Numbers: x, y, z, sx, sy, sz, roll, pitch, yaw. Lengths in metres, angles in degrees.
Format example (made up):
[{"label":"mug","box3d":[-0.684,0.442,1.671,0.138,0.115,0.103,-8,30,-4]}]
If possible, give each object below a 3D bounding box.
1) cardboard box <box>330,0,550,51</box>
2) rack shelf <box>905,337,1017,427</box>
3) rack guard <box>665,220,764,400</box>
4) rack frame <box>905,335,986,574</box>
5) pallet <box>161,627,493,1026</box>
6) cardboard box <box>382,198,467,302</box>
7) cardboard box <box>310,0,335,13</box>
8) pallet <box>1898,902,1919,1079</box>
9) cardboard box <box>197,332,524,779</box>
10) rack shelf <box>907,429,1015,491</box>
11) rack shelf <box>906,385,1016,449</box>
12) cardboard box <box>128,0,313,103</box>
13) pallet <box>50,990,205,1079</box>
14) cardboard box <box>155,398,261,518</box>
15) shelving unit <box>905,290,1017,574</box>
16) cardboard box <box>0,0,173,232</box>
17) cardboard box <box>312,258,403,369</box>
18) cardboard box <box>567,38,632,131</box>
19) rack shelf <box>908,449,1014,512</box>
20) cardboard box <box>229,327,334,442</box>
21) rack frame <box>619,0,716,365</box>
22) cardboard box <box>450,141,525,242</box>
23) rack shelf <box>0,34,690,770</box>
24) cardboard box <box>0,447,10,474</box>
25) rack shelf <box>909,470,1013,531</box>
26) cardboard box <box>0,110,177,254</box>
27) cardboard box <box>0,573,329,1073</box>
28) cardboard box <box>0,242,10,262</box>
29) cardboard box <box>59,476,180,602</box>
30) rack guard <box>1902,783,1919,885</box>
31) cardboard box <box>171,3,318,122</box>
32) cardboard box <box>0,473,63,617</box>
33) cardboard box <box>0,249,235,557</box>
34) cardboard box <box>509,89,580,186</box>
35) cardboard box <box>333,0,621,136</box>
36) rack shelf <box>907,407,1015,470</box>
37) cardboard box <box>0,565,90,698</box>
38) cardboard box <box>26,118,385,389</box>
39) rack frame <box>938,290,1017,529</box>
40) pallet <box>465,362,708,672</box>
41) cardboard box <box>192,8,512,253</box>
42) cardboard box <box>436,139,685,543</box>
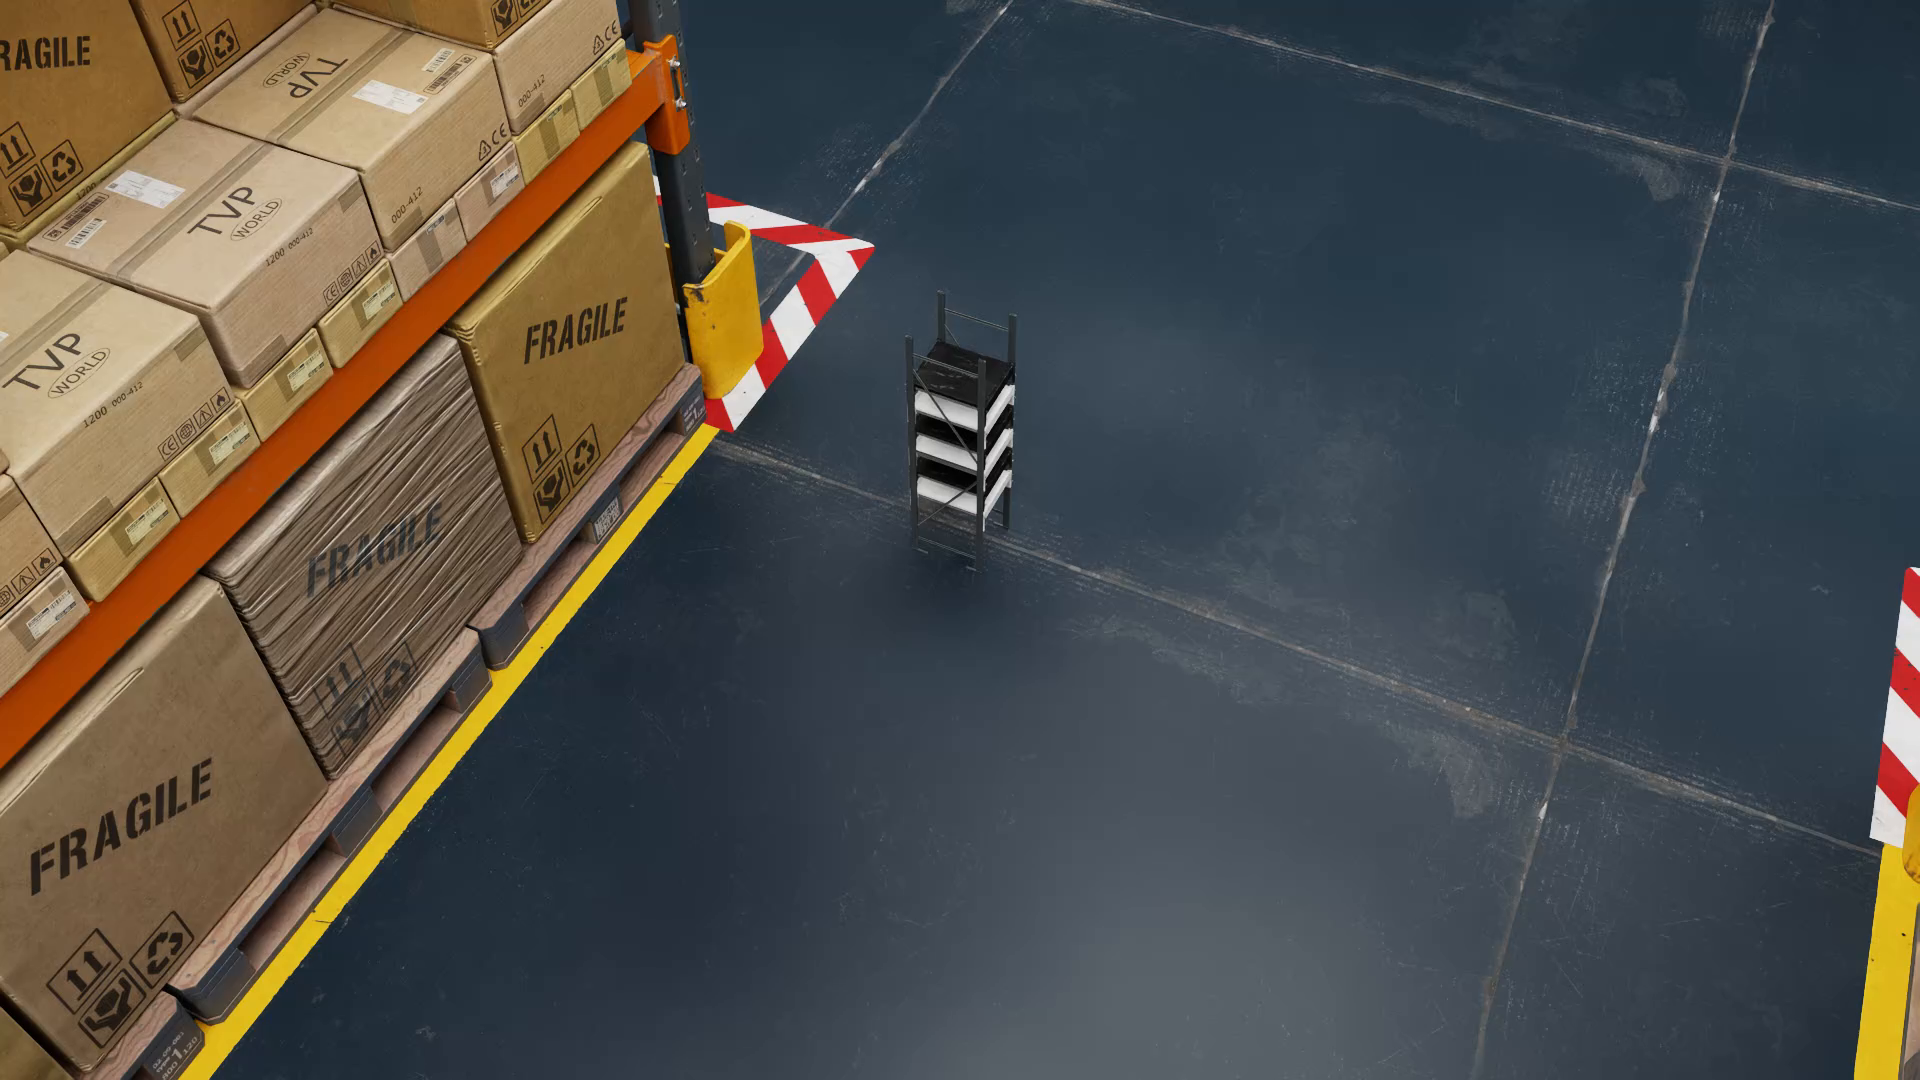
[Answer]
[{"label":"cardboard box","box3d":[-1.247,-1.595,4.048,0.500,0.500,0.500,20,53,17]},{"label":"rack shelf","box3d":[0.003,-0.451,4.732,0.258,0.077,0.200,20,52,16]},{"label":"rack guard","box3d":[-1.267,-0.931,5.714,1.175,0.500,0.348,20,52,16]},{"label":"rack frame","box3d":[-0.040,-0.227,4.852,0.240,0.900,0.006,20,52,16]},{"label":"pallet","box3d":[-2.070,0.592,4.608,1.003,0.211,1.213,20,52,16]},{"label":"cardboard box","box3d":[-1.457,-0.767,4.098,0.380,0.149,0.250,21,53,17]},{"label":"cardboard box","box3d":[-1.726,-1.530,4.486,0.500,0.250,0.500,19,52,15]},{"label":"pallet","box3d":[2.753,1.462,3.867,1.003,0.211,1.213,20,52,16]},{"label":"cardboard box","box3d":[-1.867,-0.079,4.467,0.875,0.875,0.875,20,52,16]},{"label":"rack shelf","box3d":[0.003,-0.276,4.937,0.258,0.077,0.200,20,52,16]},{"label":"rack shelf","box3d":[0.003,-0.392,4.800,0.258,0.077,0.200,20,52,16]},{"label":"cardboard box","box3d":[-1.940,-1.429,3.907,0.500,0.500,0.500,19,52,15]},{"label":"pallet","box3d":[-2.590,1.435,3.890,1.003,0.211,1.213,20,52,16]},{"label":"cardboard box","box3d":[-1.785,-0.239,3.648,0.380,0.149,0.250,21,53,17]},{"label":"shelving unit","box3d":[0.003,-0.297,4.912,0.258,0.900,0.210,20,52,16]},{"label":"cardboard box","box3d":[-2.156,-1.070,3.602,0.500,0.500,0.500,19,52,15]},{"label":"cardboard box","box3d":[-1.566,-0.587,3.945,0.380,0.149,0.250,19,52,15]},{"label":"cardboard box","box3d":[-1.131,-1.291,4.544,0.380,0.149,0.250,21,53,17]},{"label":"rack shelf","box3d":[0.003,-0.217,5.006,0.258,0.077,0.200,20,52,16]},{"label":"cardboard box","box3d":[-1.677,-0.409,3.793,0.380,0.149,0.250,20,52,16]},{"label":"rack frame","box3d":[-1.277,-1.725,4.748,1.000,3.000,0.127,20,52,16]},{"label":"cardboard box","box3d":[-1.350,-0.938,4.244,0.380,0.149,0.250,20,52,16]},{"label":"rack shelf","box3d":[-2.131,-0.115,3.850,1.077,0.370,4.000,20,52,16]},{"label":"cardboard box","box3d":[-2.115,-0.204,2.865,0.500,0.500,0.500,18,52,15]},{"label":"rack shelf","box3d":[0.003,-0.159,5.075,0.258,0.077,0.200,20,52,16]},{"label":"cardboard box","box3d":[-2.160,-0.825,3.886,0.500,0.250,0.500,18,52,15]},{"label":"cardboard box","box3d":[-2.247,0.534,3.946,0.875,0.875,0.875,20,52,16]},{"label":"cardboard box","box3d":[-2.378,-0.464,3.579,0.500,0.250,0.500,19,52,15]},{"label":"cardboard box","box3d":[-1.894,-0.058,3.495,0.380,0.149,0.250,18,52,15]},{"label":"rack guard","box3d":[3.132,0.821,4.223,1.175,0.500,0.348,20,52,16]},{"label":"cardboard box","box3d":[-1.942,-1.170,4.179,0.500,0.250,0.500,19,52,16]},{"label":"cardboard box","box3d":[-2.115,0.044,3.146,0.500,0.250,0.500,21,53,17]},{"label":"cardboard box","box3d":[-1.897,-0.293,3.433,0.500,0.250,0.500,20,52,16]},{"label":"cardboard box","box3d":[-1.241,-1.112,4.391,0.380,0.149,0.250,20,53,16]},{"label":"cardboard box","box3d":[-1.244,-1.353,4.335,0.500,0.250,0.500,19,52,16]},{"label":"rack shelf","box3d":[0.003,-0.334,4.869,0.258,0.077,0.200,20,52,16]},{"label":"cardboard box","box3d":[-2.005,0.123,3.341,0.380,0.149,0.250,20,53,16]},{"label":"cardboard box","box3d":[-1.678,-0.653,3.739,0.500,0.250,0.500,18,52,15]},{"label":"rack frame","box3d":[0.047,-0.367,4.972,0.240,0.900,0.006,20,52,16]},{"label":"pallet","box3d":[-1.548,-0.245,5.320,1.003,0.211,1.213,20,52,16]},{"label":"cardboard box","box3d":[-1.461,-1.004,4.038,0.500,0.250,0.500,19,52,15]},{"label":"cardboard box","box3d":[-1.478,-0.706,5.000,0.875,0.875,0.875,20,52,16]}]
